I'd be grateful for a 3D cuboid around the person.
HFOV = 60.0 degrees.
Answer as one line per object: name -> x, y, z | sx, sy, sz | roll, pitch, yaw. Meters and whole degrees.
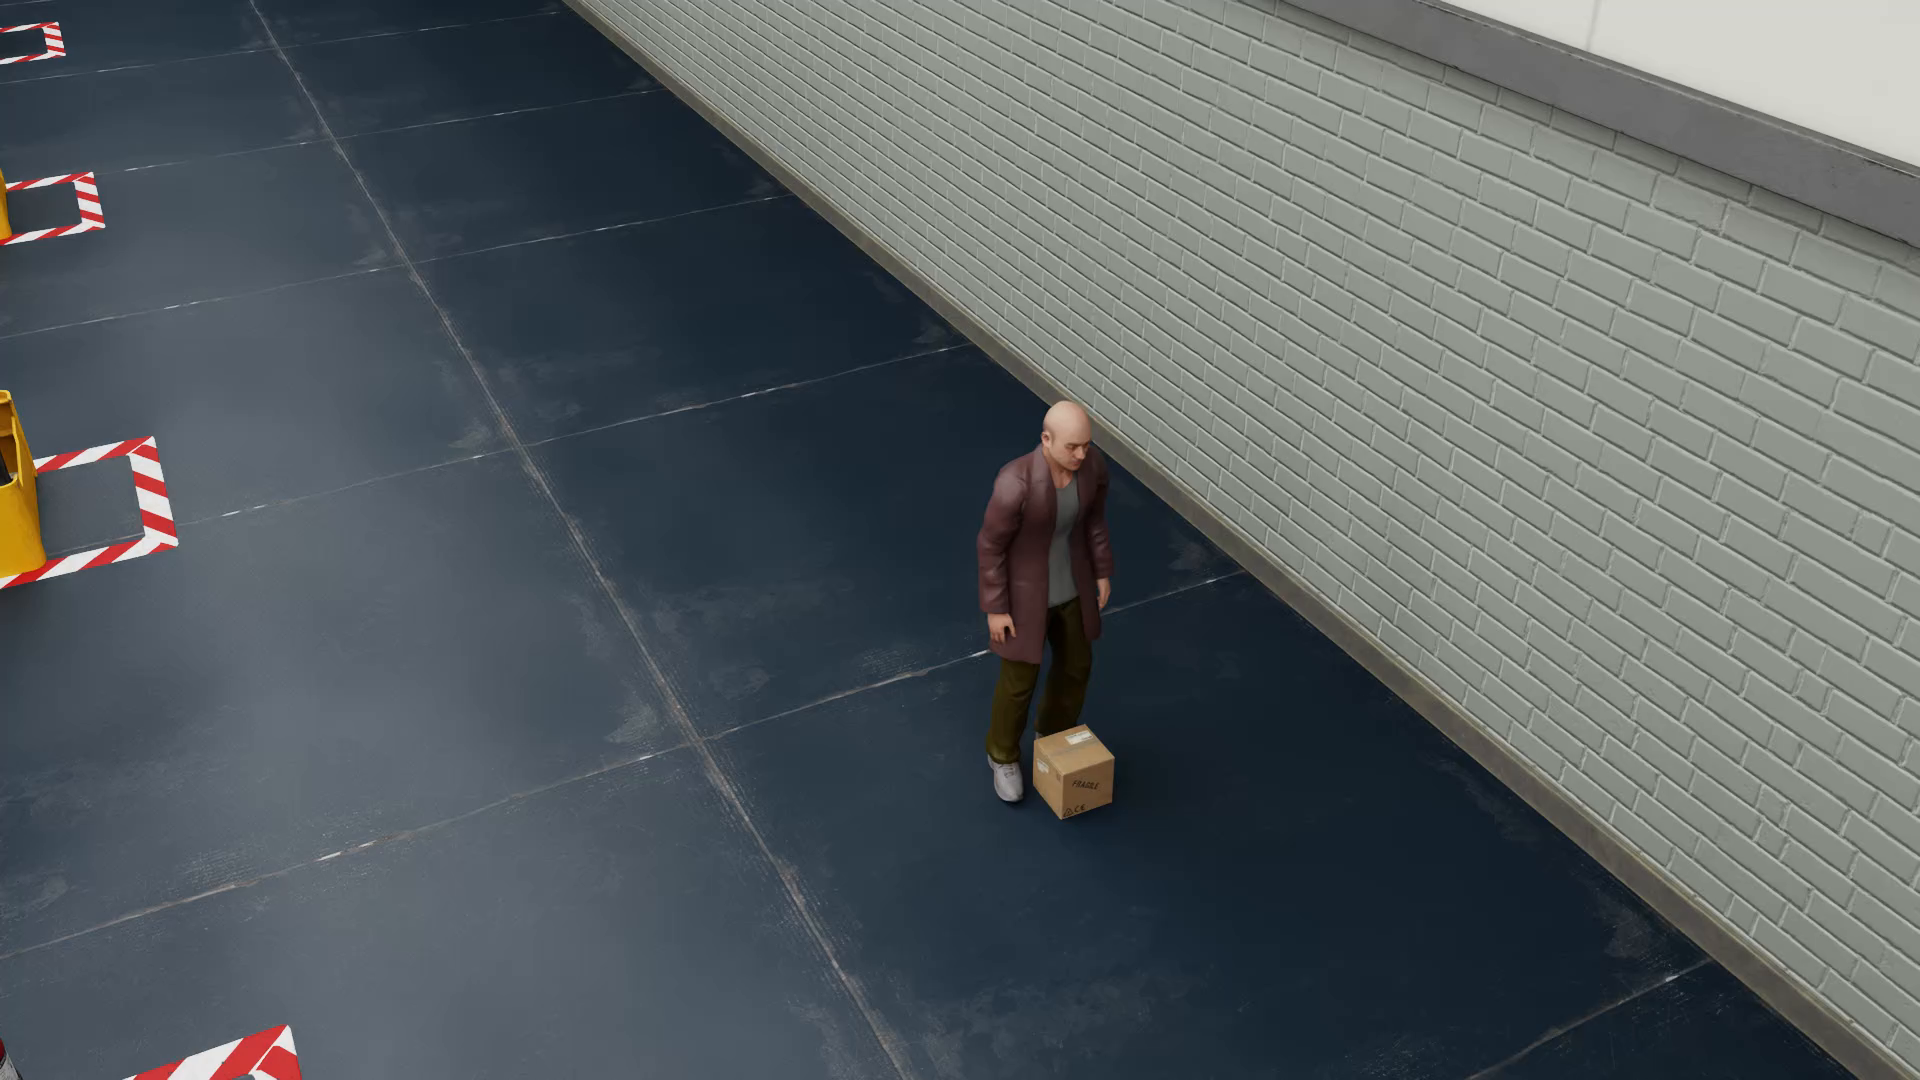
person -> 0.366, 0.217, 6.815 | 0.648, 1.772, 0.429 | -18, 37, -26
